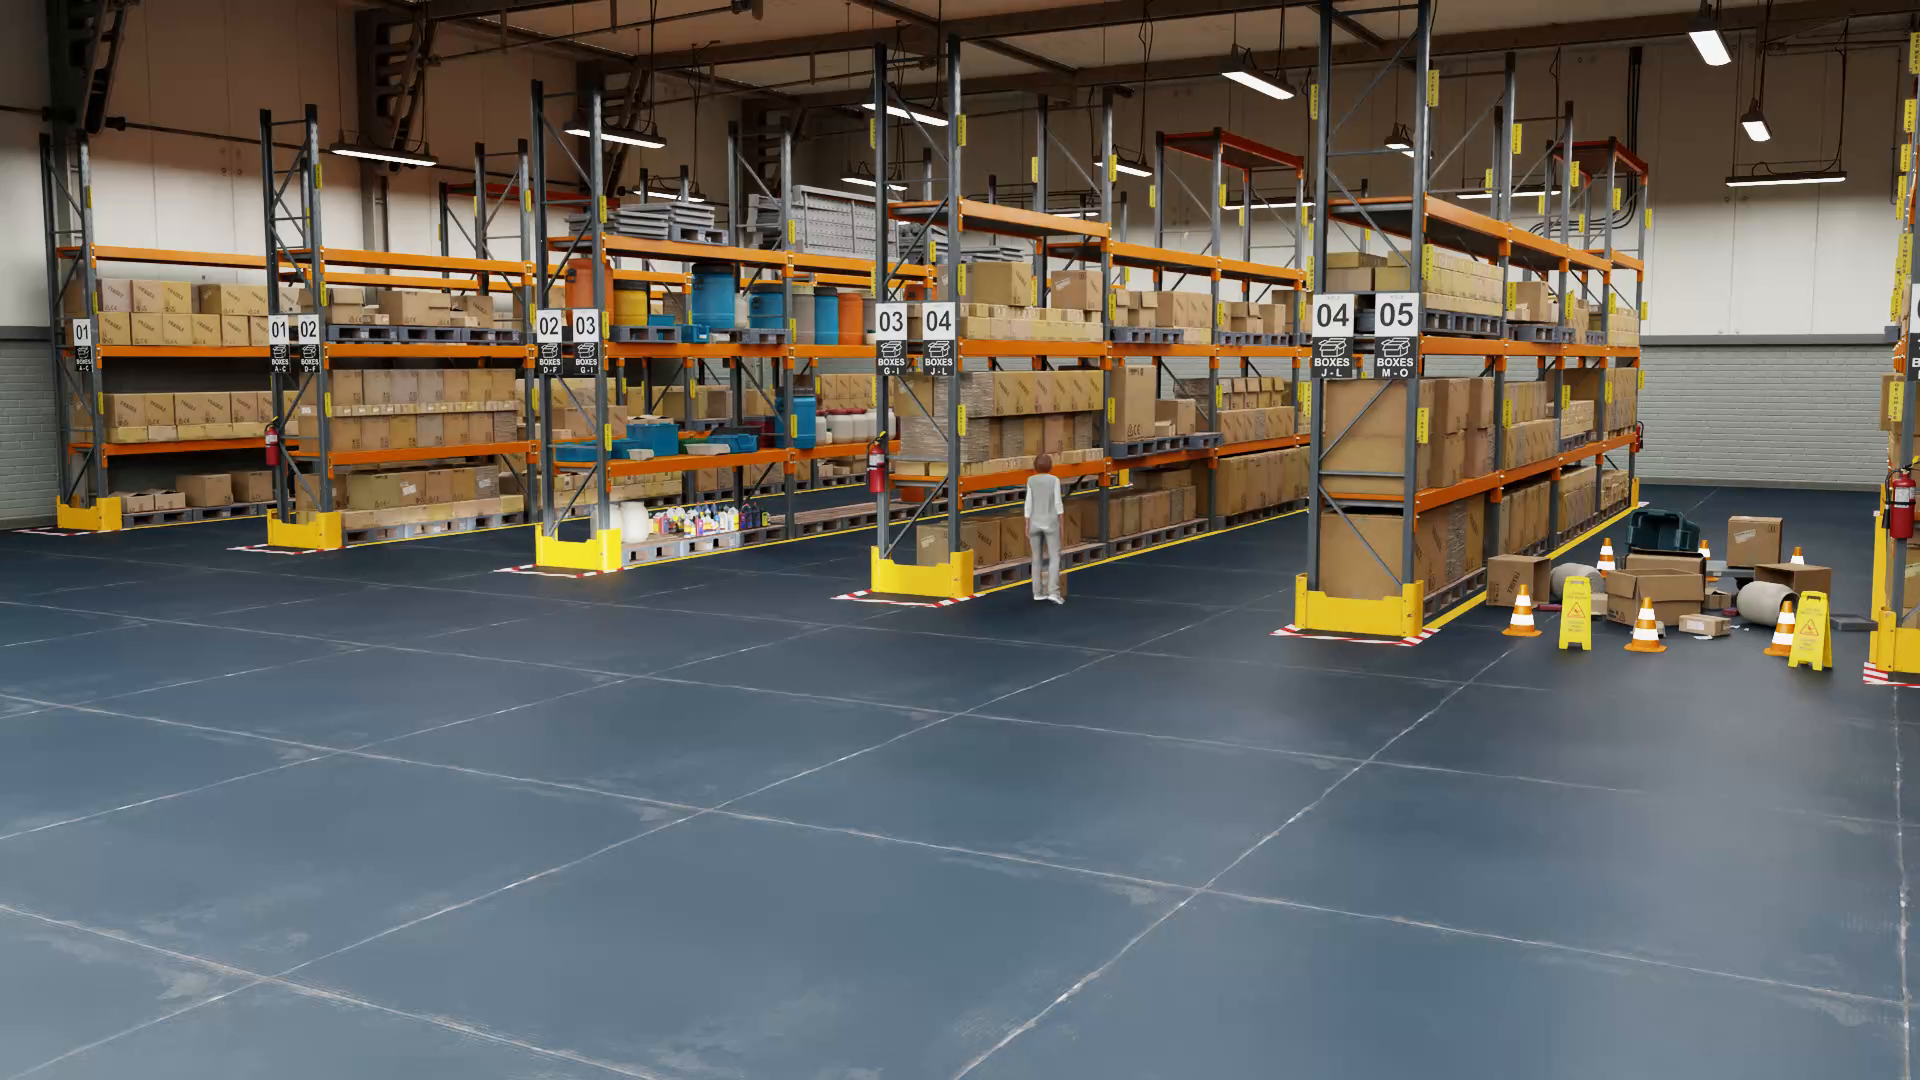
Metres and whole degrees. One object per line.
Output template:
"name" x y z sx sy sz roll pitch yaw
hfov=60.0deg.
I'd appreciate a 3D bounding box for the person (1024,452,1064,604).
"person" 0.914 -0.125 17.763 0.451 1.624 0.509 2 7 20
